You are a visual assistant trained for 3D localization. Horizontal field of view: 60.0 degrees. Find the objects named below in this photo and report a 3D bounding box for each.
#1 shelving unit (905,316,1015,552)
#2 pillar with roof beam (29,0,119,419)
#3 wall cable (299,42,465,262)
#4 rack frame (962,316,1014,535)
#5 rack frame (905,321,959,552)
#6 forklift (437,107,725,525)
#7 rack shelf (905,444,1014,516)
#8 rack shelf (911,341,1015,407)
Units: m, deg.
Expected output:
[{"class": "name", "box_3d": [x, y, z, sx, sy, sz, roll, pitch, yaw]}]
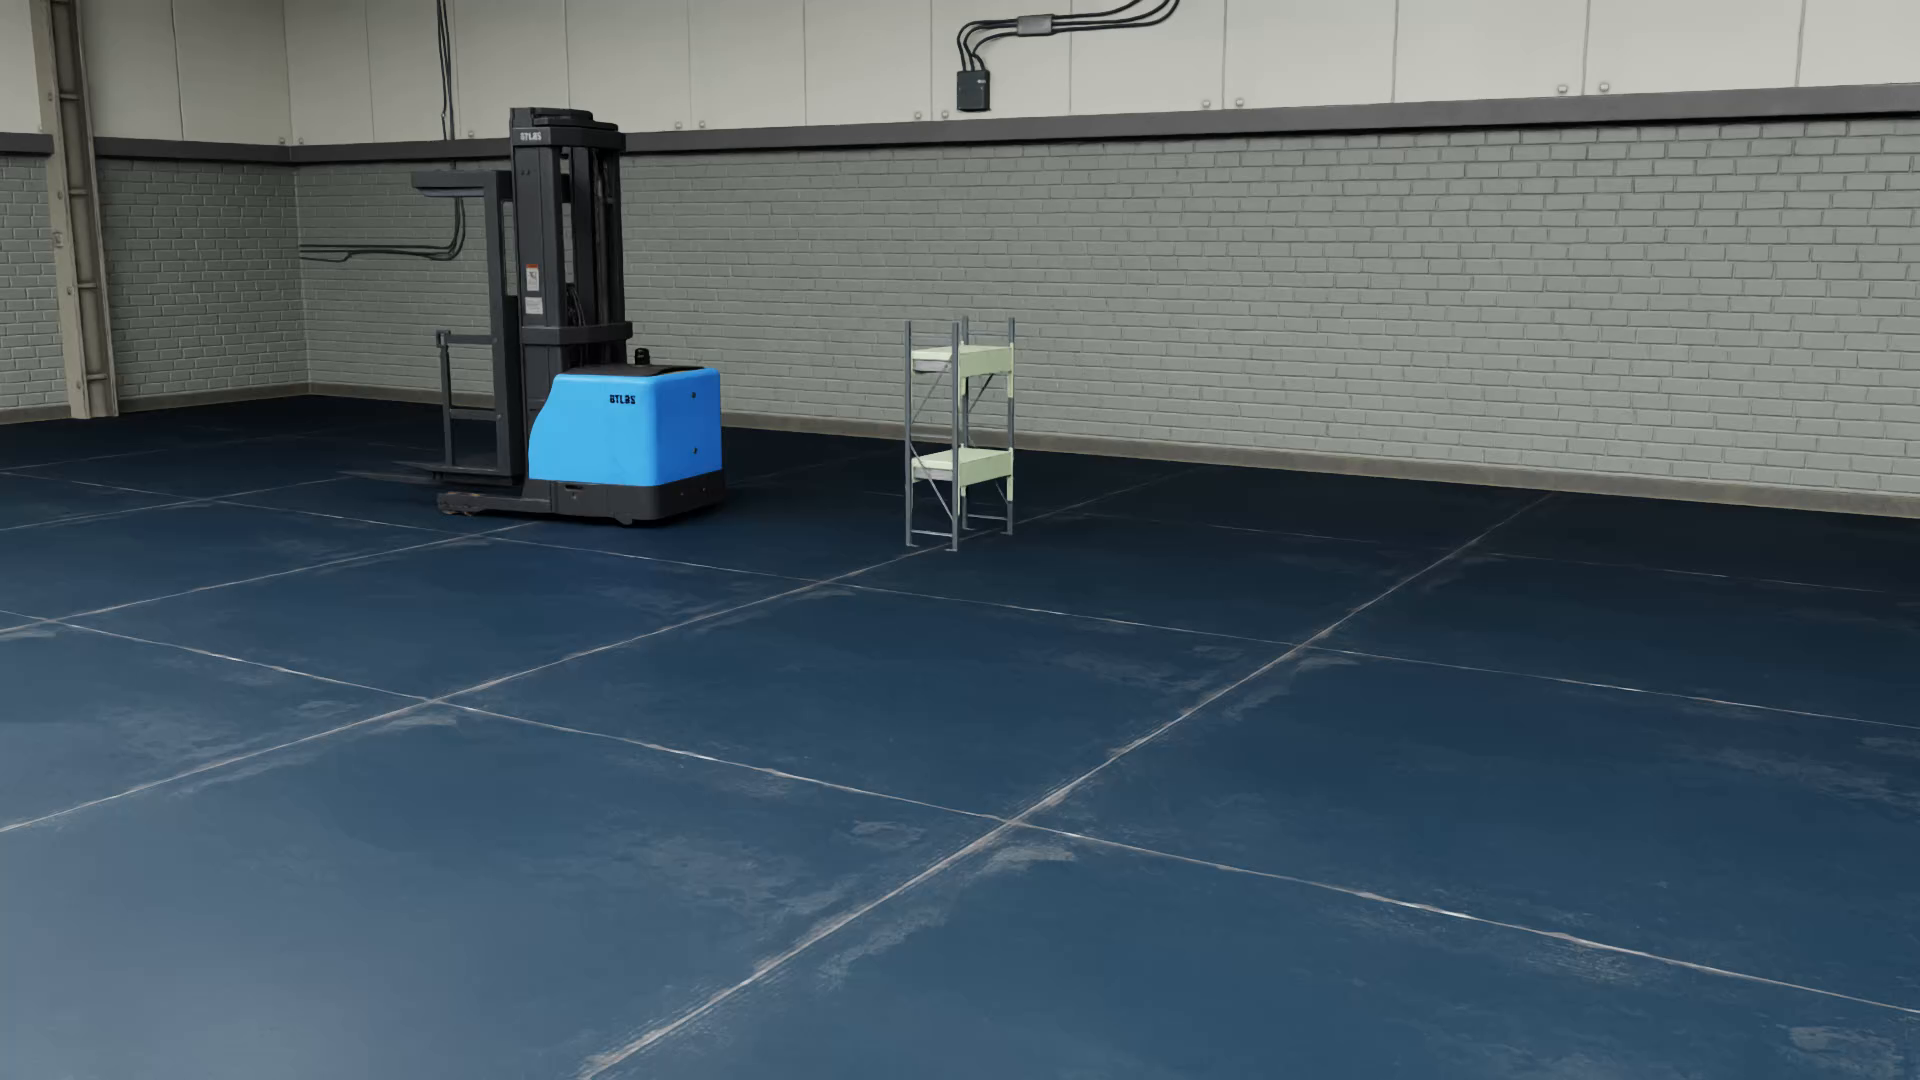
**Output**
[{"class": "shelving unit", "box_3d": [0.003, -0.738, 11.236, 0.431, 1.500, 0.755, 6, 12, 31]}, {"class": "pillar with roof beam", "box_3d": [-6.114, -5.407, 15.798, 9.100, 9.000, 0.400, 6, 12, 31]}, {"class": "wall cable", "box_3d": [-7.134, -4.630, 20.081, 3.097, 2.526, 0.112, 6, 12, 31]}, {"class": "rack frame", "box_3d": [0.193, -0.796, 11.544, 0.400, 1.500, 0.023, 6, 12, 31]}, {"class": "rack frame", "box_3d": [-0.187, -0.681, 10.929, 0.400, 1.500, 0.023, 6, 12, 31]}, {"class": "forklift", "box_3d": [-3.344, -1.701, 12.490, 3.031, 2.935, 1.130, 4, 11, 23]}, {"class": "rack shelf", "box_3d": [0.003, -0.418, 11.296, 0.431, 0.370, 0.720, 6, 12, 31]}, {"class": "rack shelf", "box_3d": [0.003, -1.122, 11.164, 0.431, 0.370, 0.720, 6, 12, 31]}]
